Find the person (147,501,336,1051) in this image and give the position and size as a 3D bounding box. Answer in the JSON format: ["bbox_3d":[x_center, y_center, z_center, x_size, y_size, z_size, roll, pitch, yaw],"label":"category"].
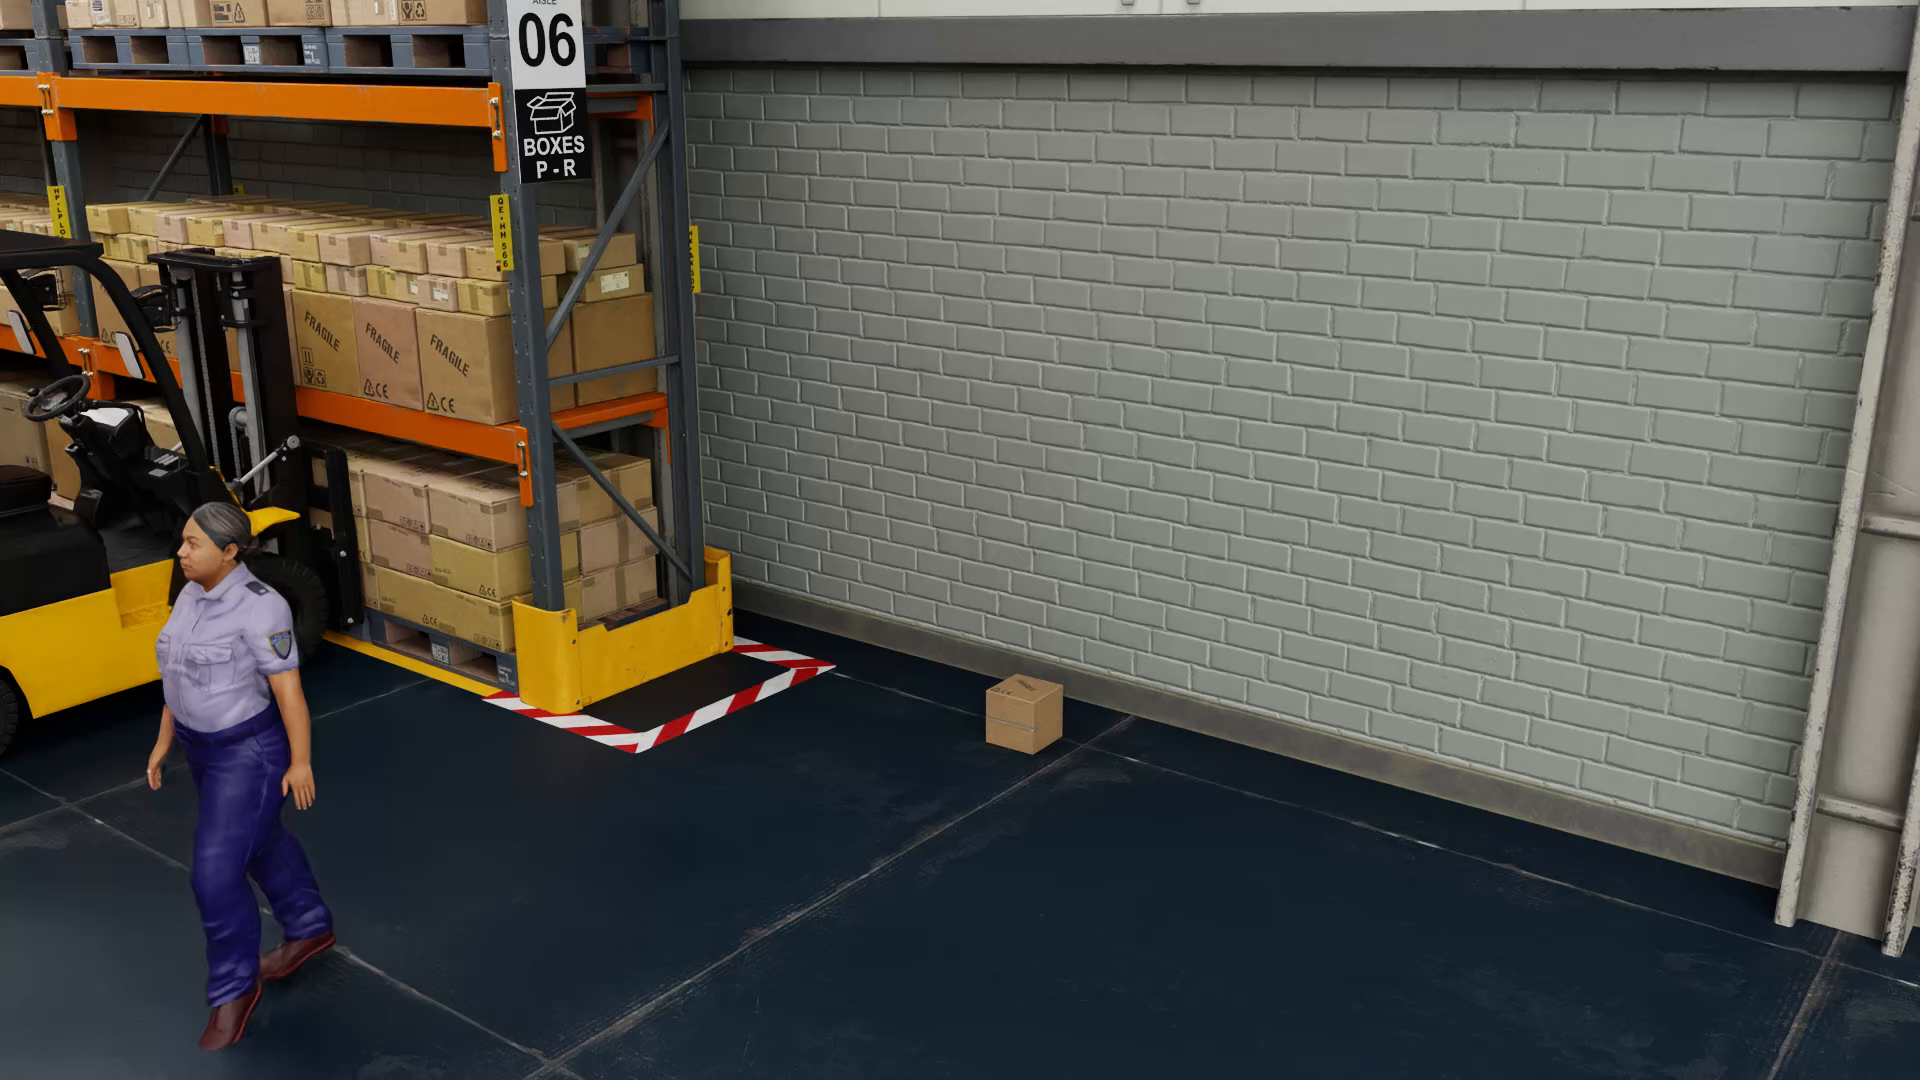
[{"bbox_3d":[-2.301,0.721,5.229,0.514,1.718,0.605,13,21,37],"label":"person"}]
